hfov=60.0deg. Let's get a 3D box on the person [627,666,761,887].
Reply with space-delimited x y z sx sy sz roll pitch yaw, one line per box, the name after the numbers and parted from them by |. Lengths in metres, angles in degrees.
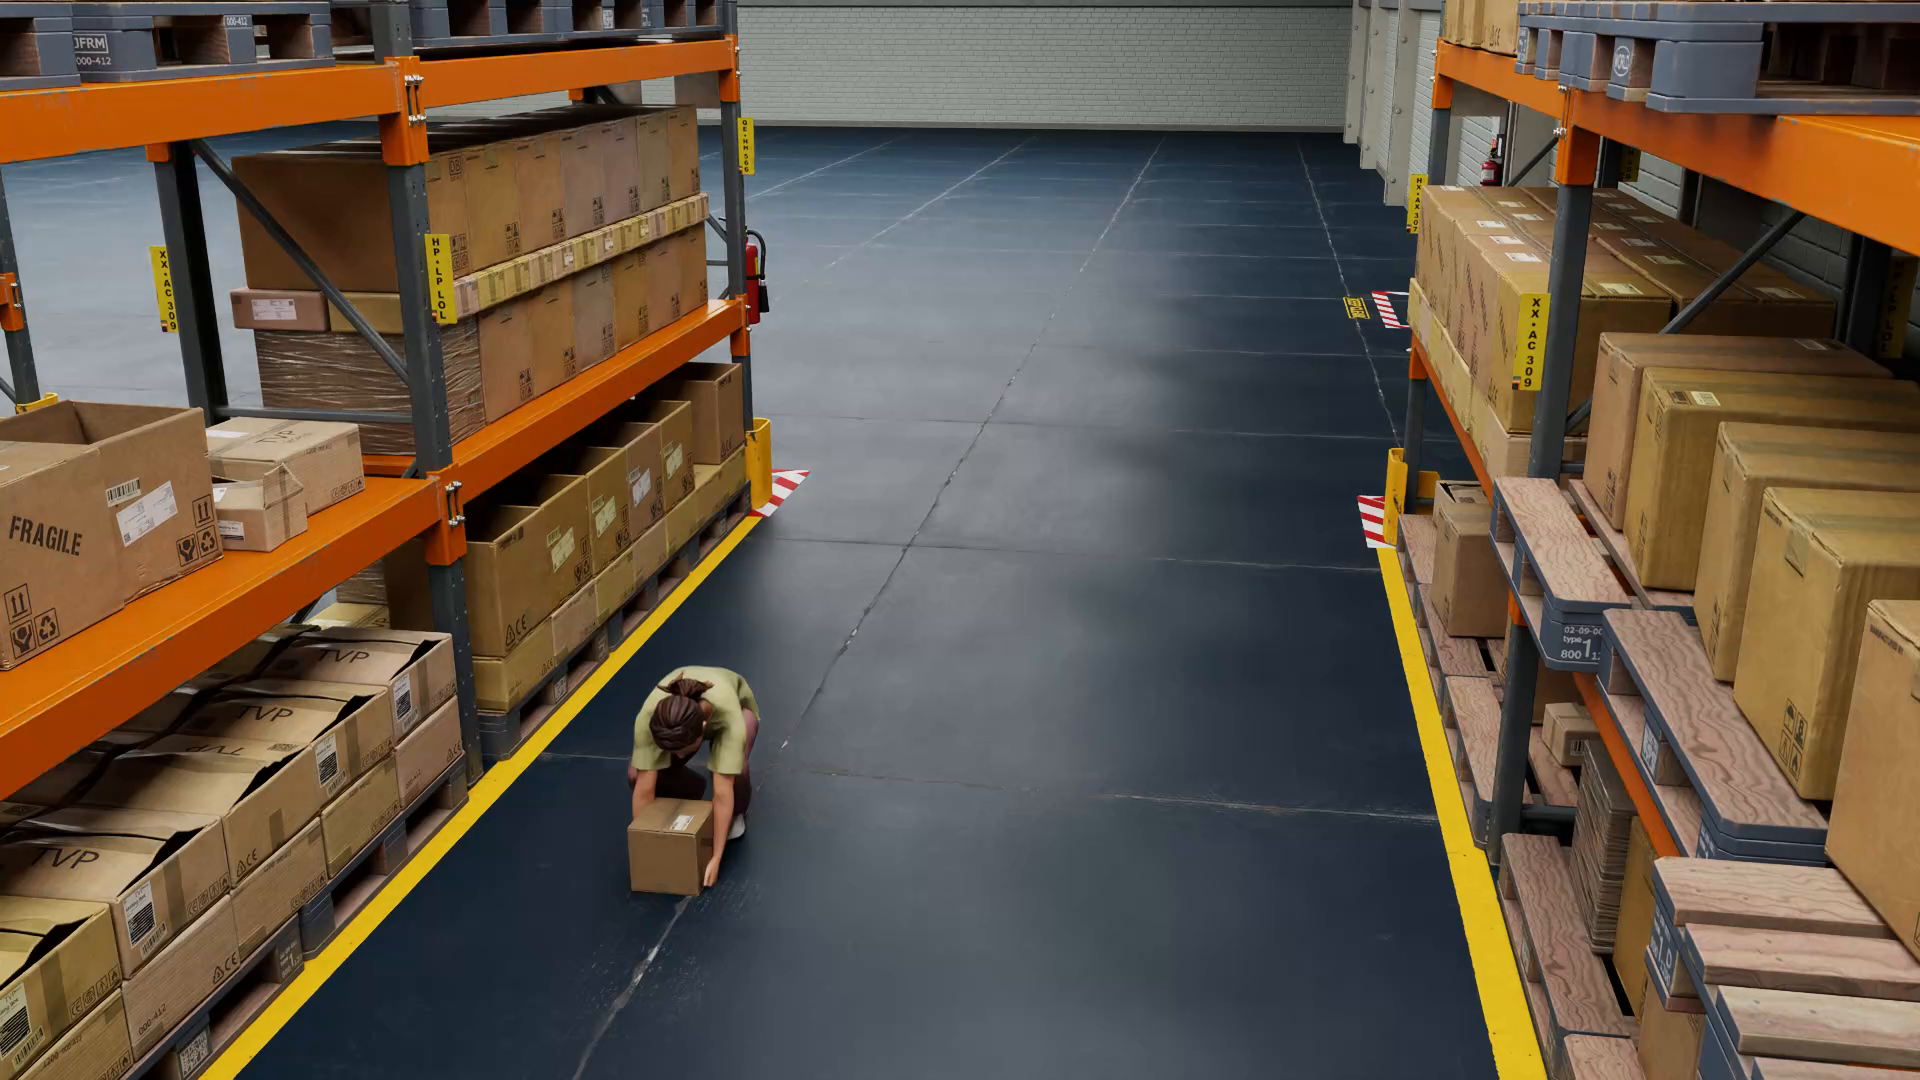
-0.983 0.821 6.194 0.465 0.791 0.835 3 18 8 | person
